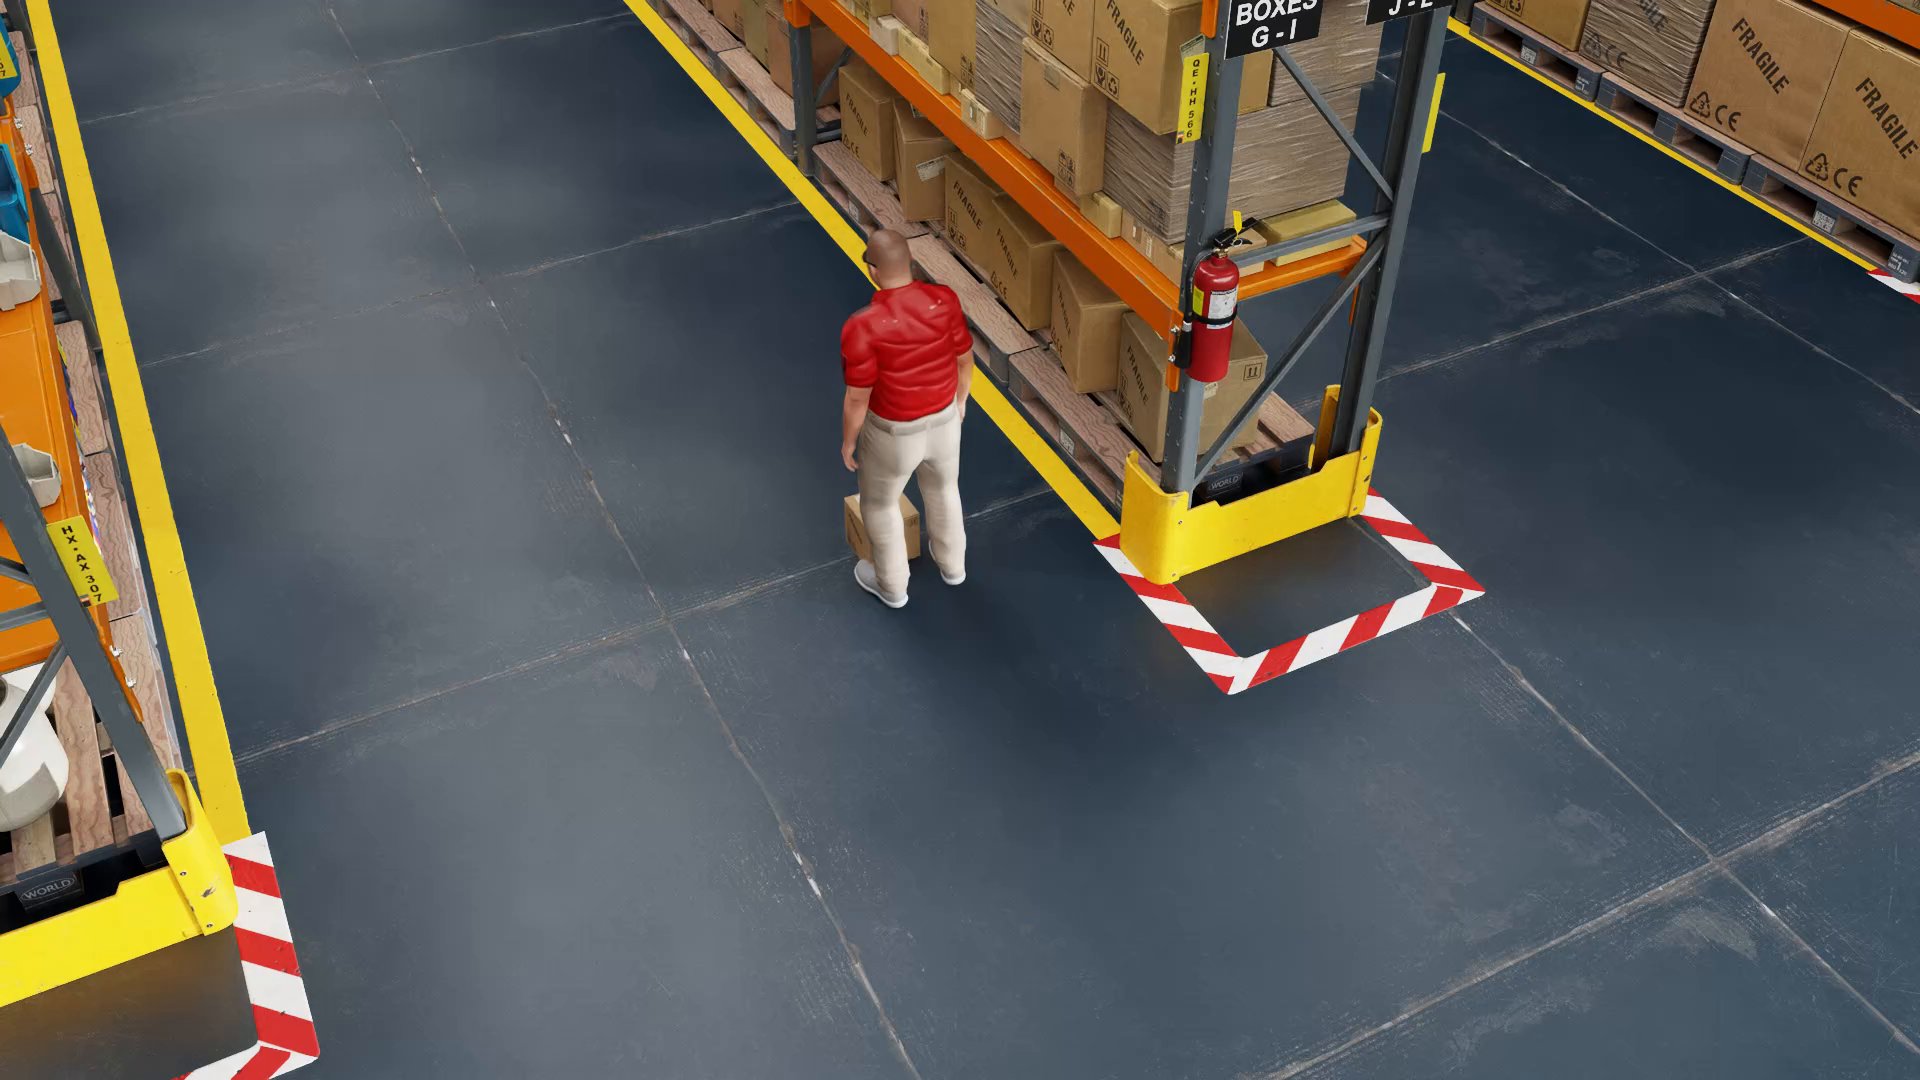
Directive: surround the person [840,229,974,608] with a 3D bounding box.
[{"bbox_3d":[-0.218,-0.467,6.707,0.587,1.725,0.392,-21,45,-22],"label":"person"}]
